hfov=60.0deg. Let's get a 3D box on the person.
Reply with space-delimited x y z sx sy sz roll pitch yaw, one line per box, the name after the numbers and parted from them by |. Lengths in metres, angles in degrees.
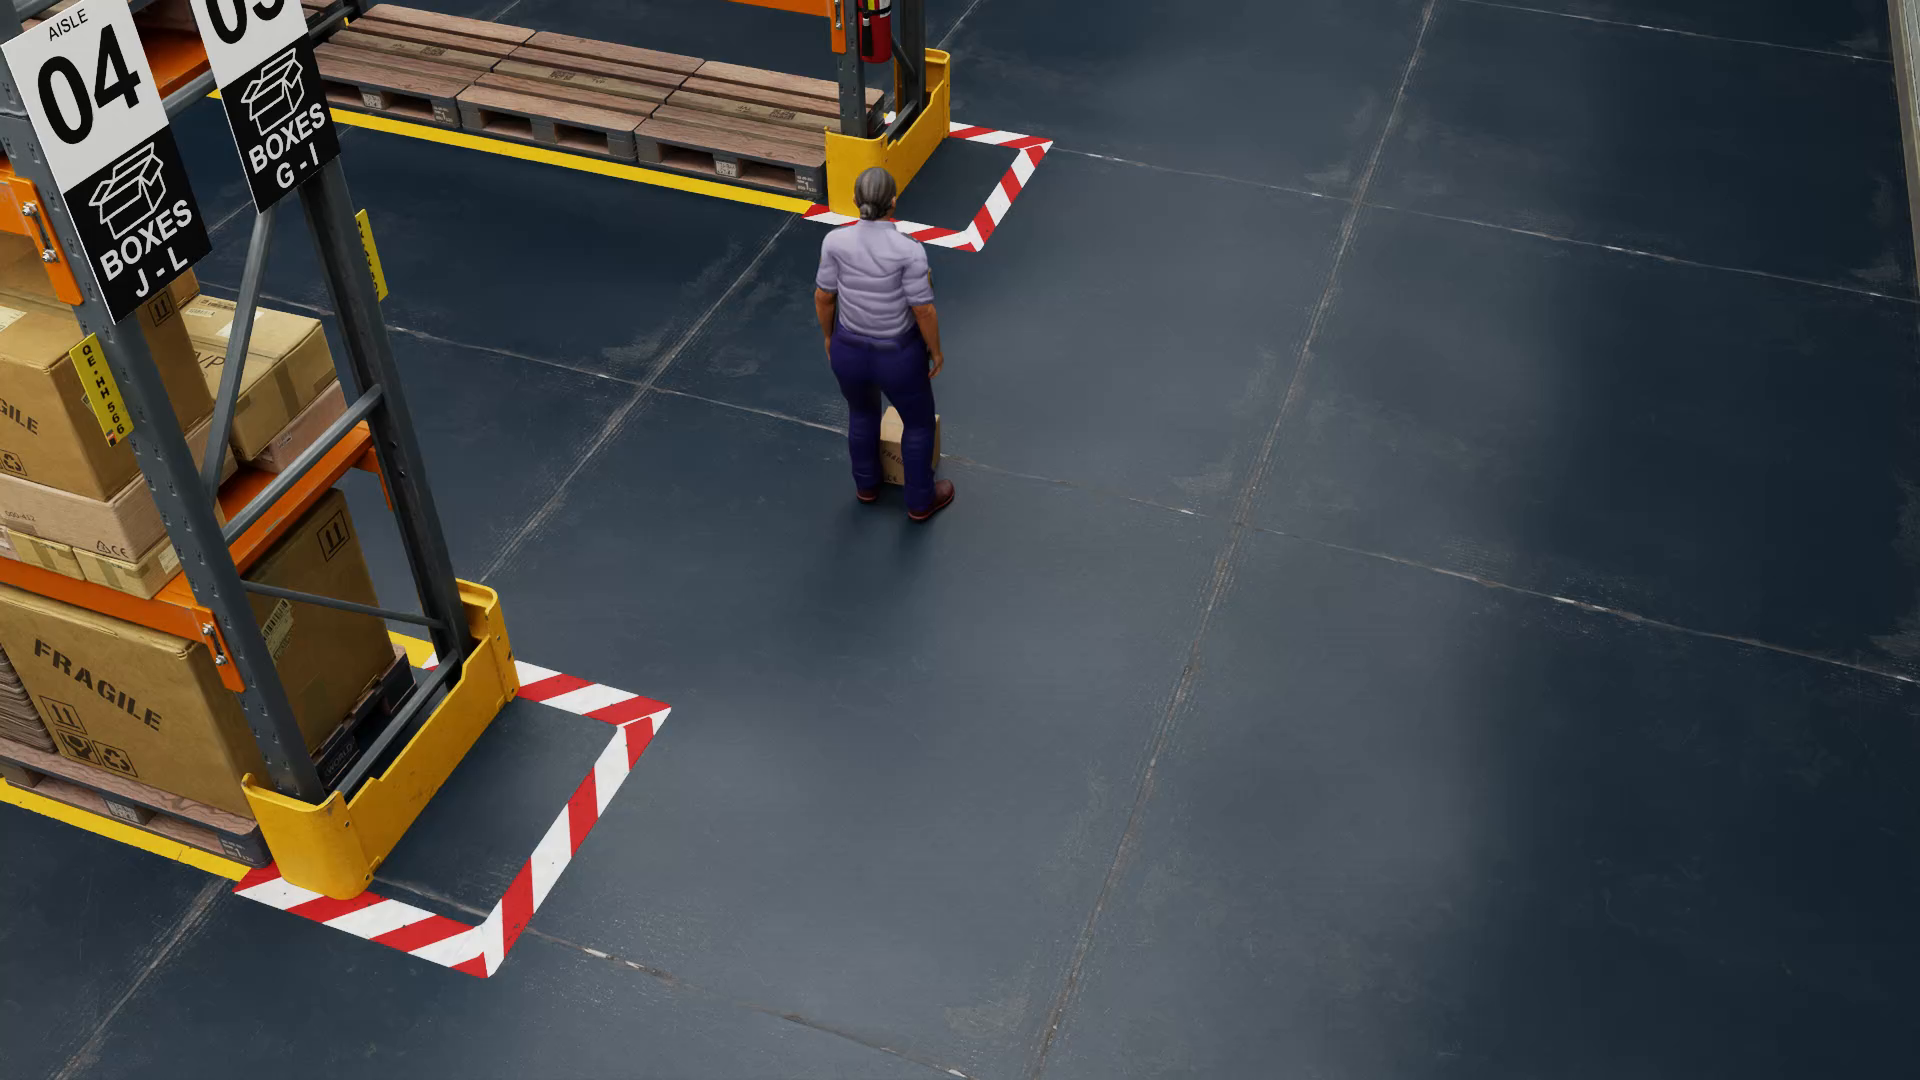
-0.313 -0.823 7.097 0.562 1.638 0.384 12 43 13 | person
